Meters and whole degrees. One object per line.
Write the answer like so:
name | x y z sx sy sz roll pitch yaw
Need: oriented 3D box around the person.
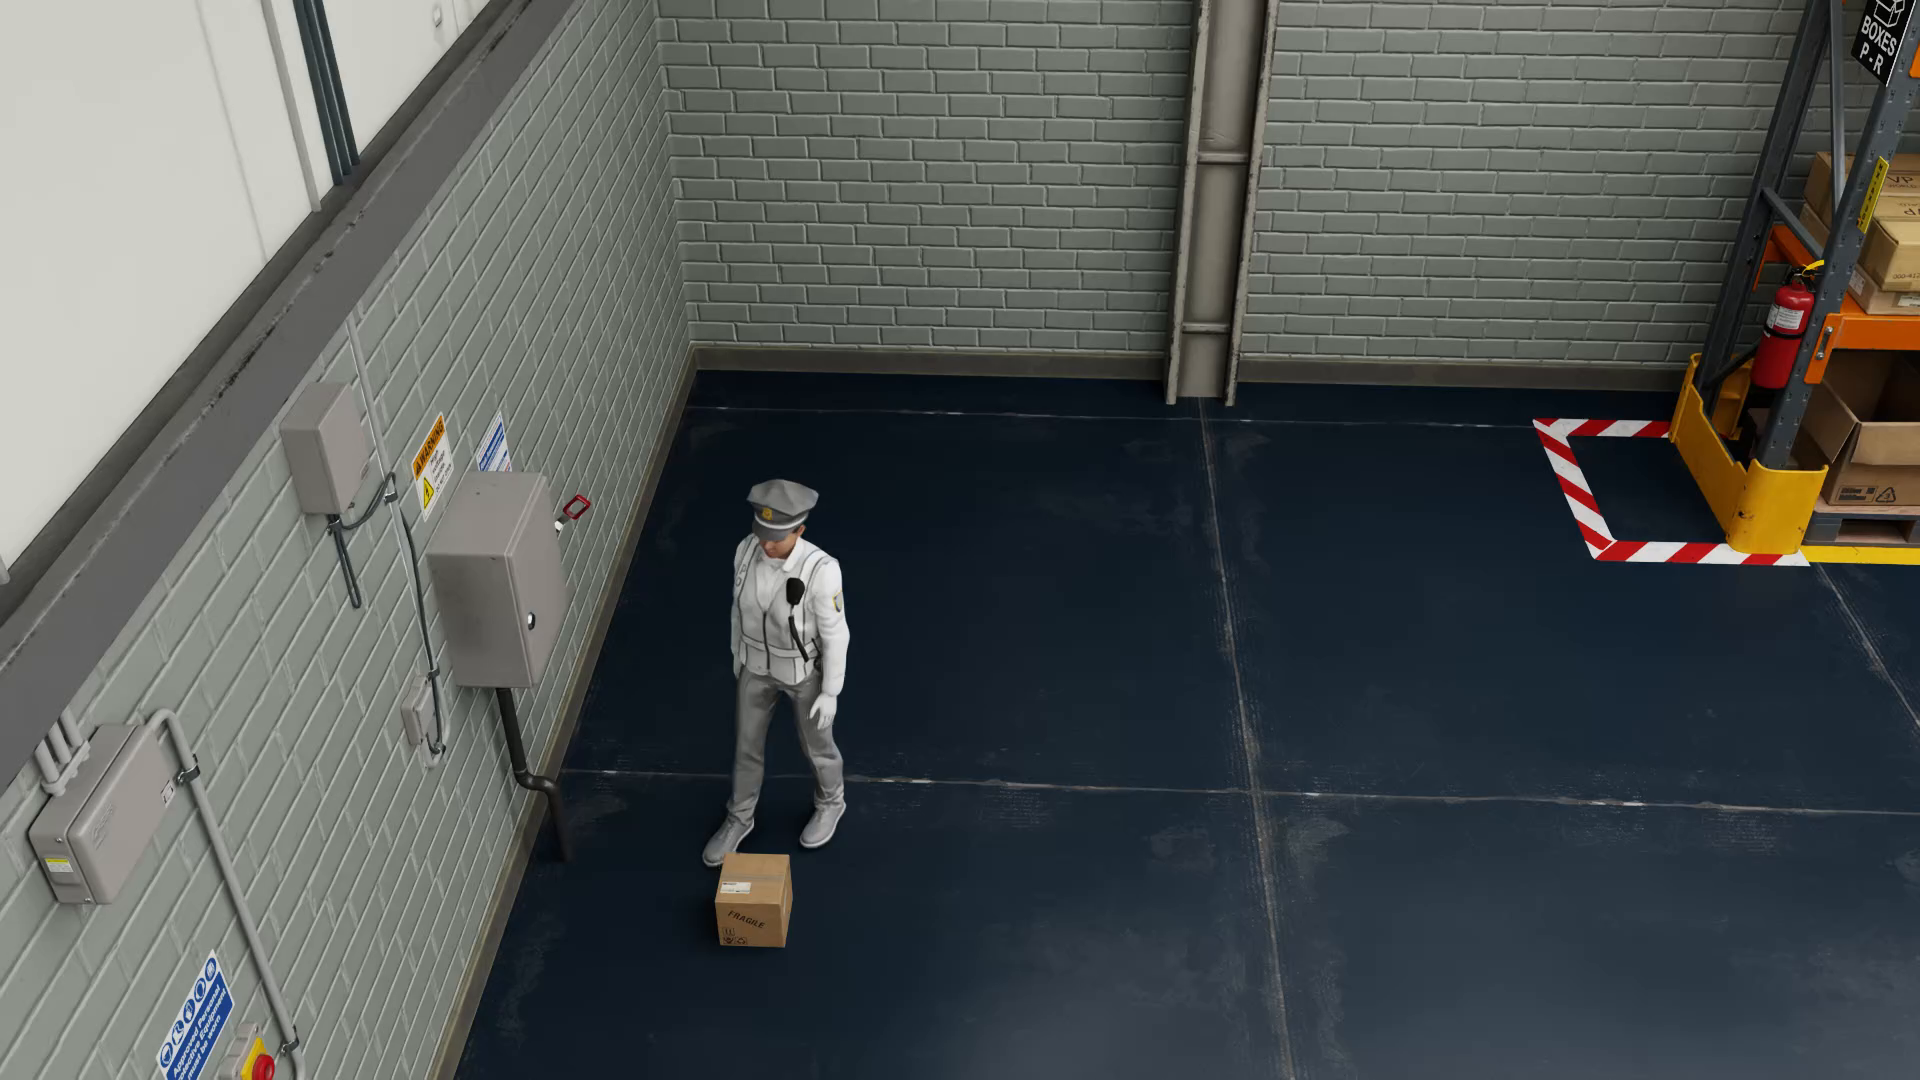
person | -0.712 0.681 6.418 0.530 1.354 0.543 15 39 20
